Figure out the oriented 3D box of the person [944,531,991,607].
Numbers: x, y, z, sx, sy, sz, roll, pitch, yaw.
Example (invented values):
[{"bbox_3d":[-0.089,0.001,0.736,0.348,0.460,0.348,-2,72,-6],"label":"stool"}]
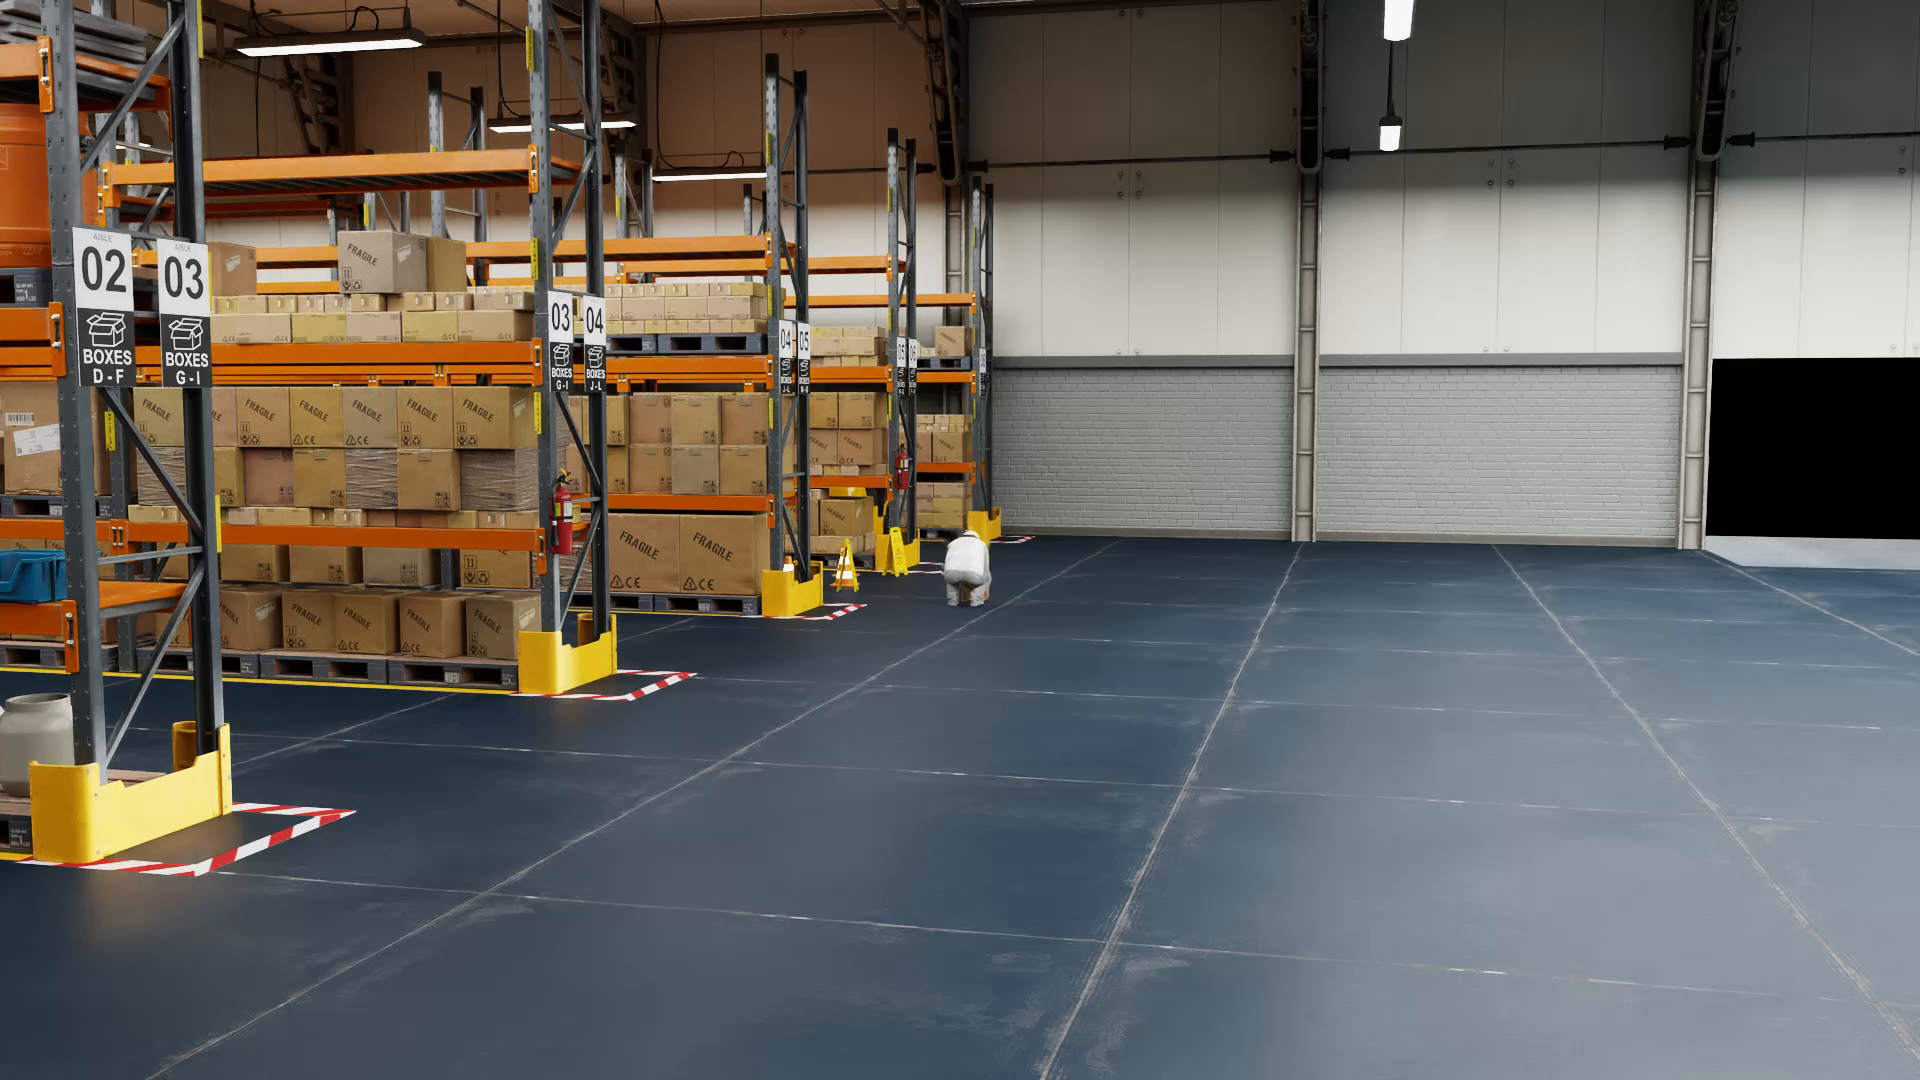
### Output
[{"bbox_3d":[0.090,0.357,19.210,0.528,0.864,0.944,1,5,13],"label":"person"}]
